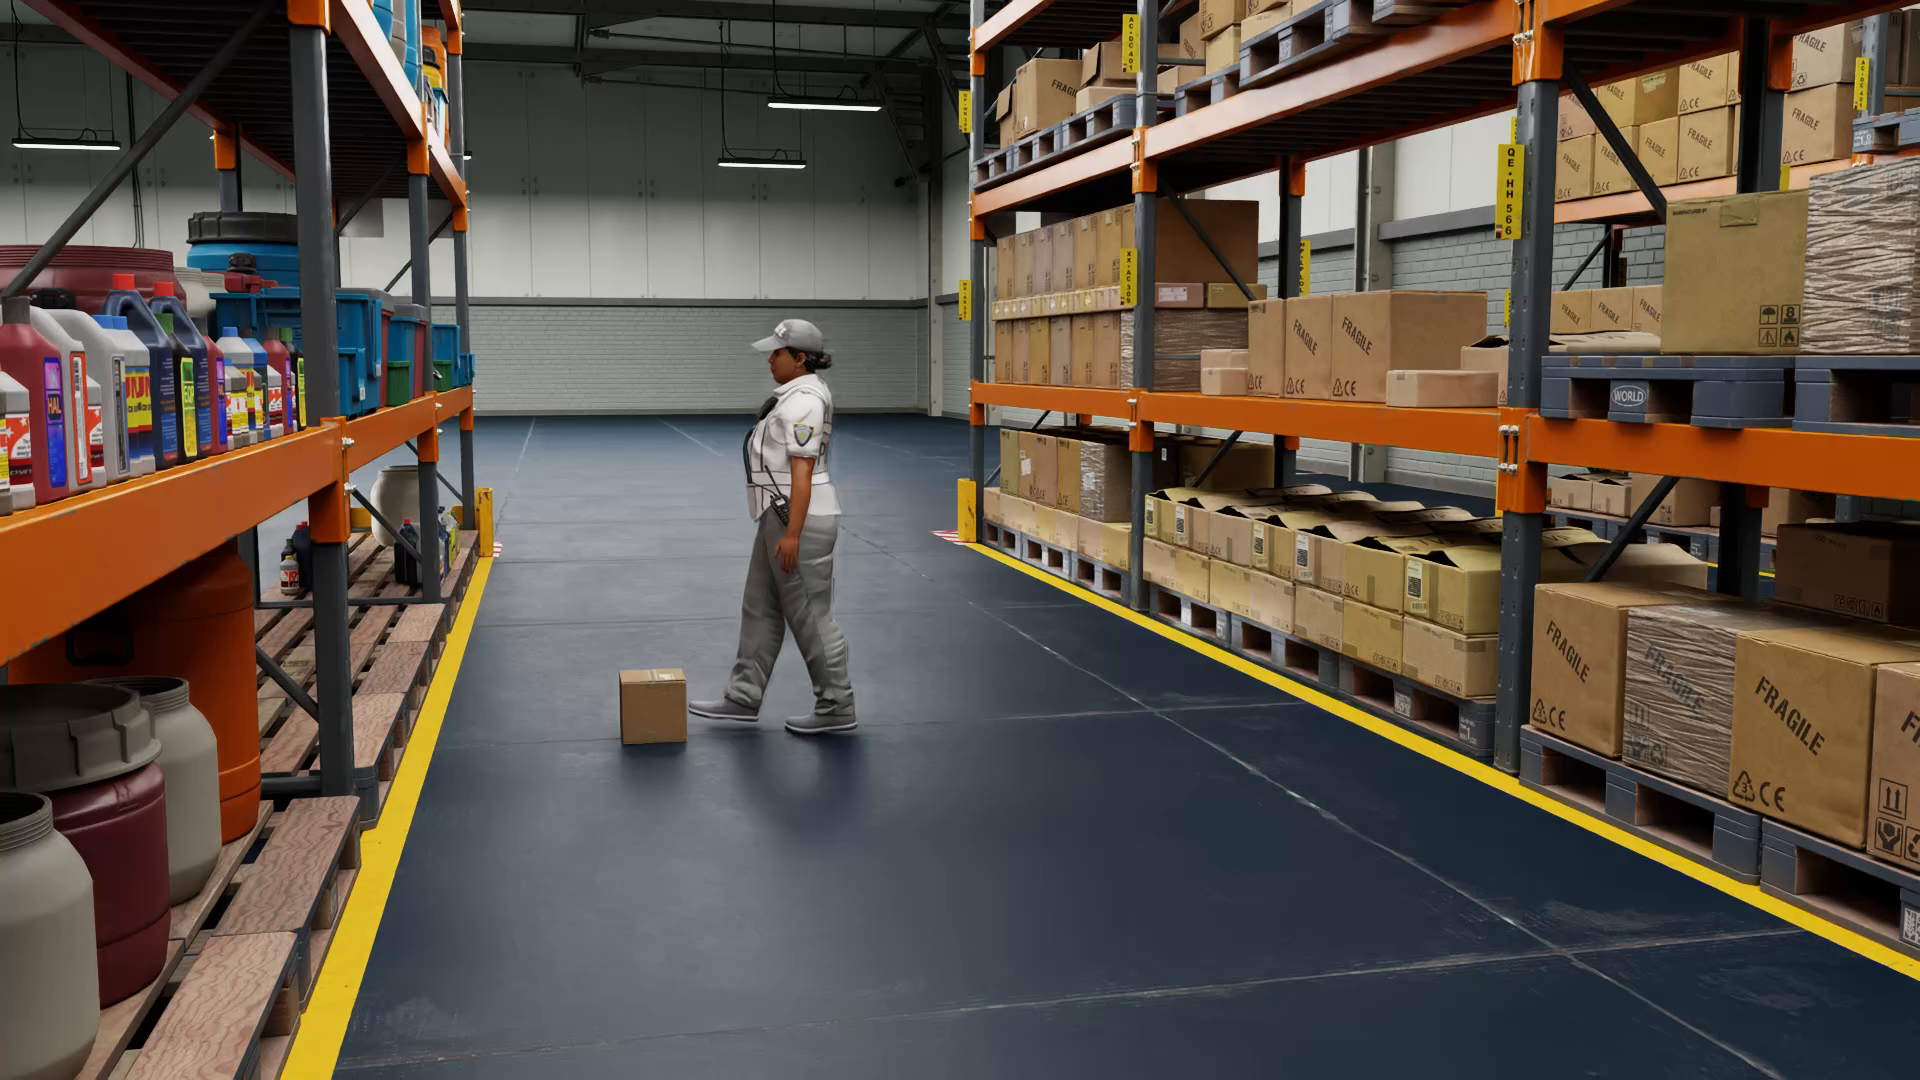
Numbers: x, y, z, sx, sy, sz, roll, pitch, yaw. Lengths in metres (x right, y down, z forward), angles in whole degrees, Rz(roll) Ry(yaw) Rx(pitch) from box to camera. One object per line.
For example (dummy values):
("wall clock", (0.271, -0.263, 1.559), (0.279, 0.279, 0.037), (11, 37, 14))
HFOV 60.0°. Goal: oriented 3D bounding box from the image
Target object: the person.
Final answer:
("person", (-0.771, -0.049, 6.619), (0.691, 1.647, 0.487), (0, 6, -4))
